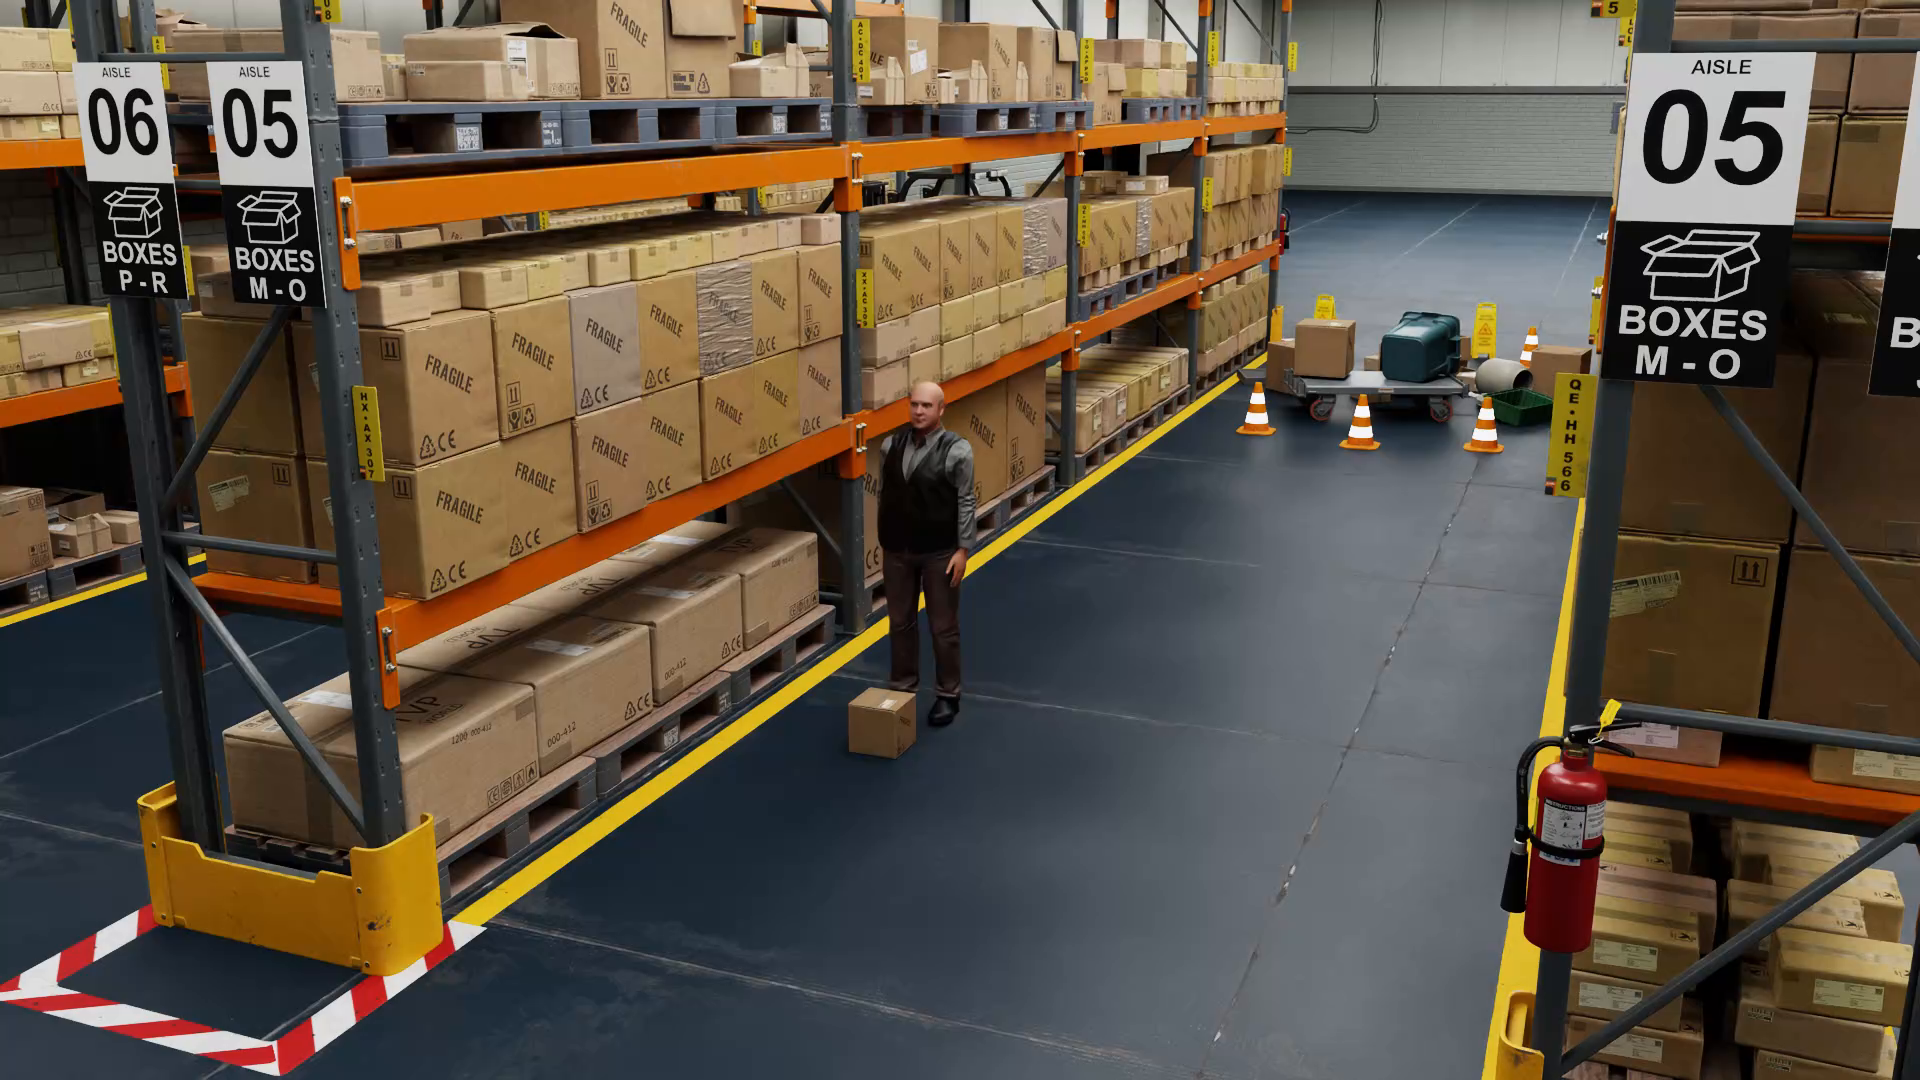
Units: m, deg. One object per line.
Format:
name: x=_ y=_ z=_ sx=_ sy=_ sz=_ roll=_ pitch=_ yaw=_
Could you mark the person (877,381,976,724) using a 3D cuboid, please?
person: x=-0.182 y=0.067 z=8.336 sx=0.531 sy=1.725 sz=0.358 roll=7 pitch=17 yaw=23
